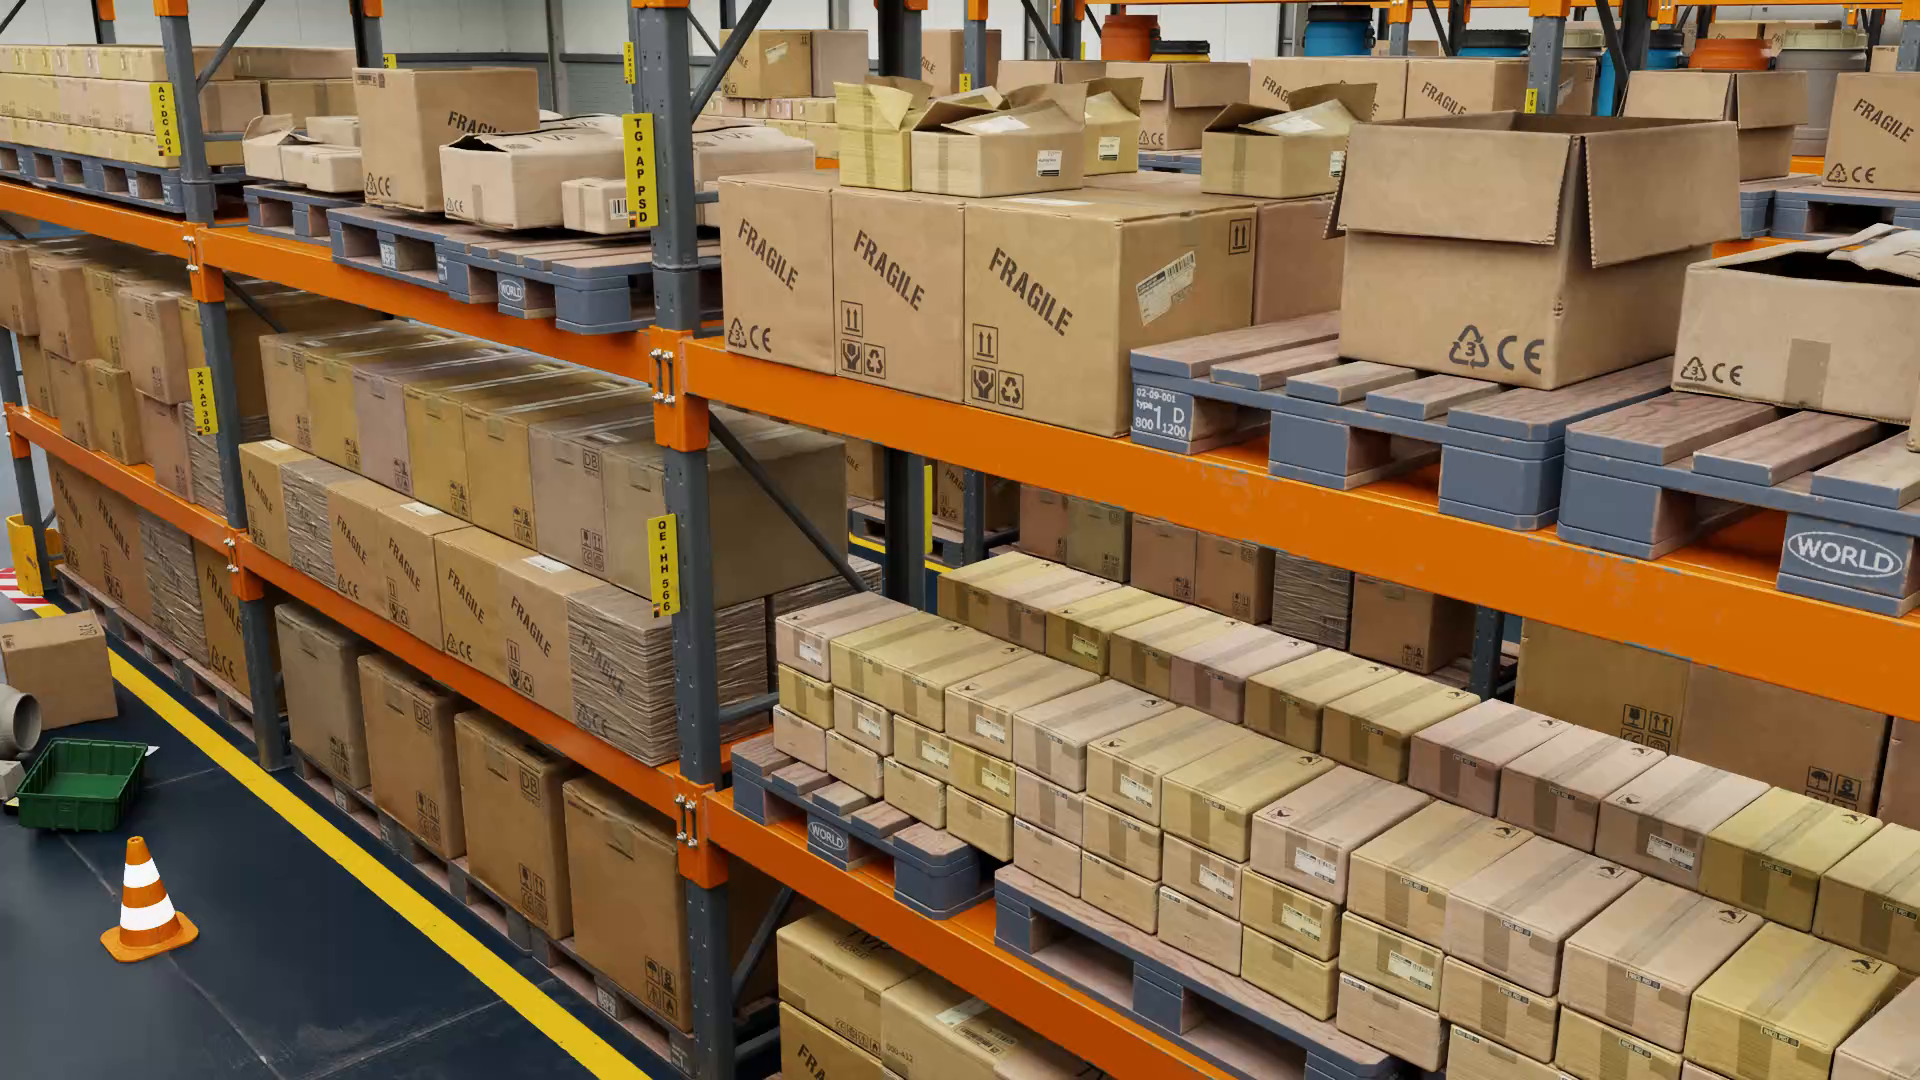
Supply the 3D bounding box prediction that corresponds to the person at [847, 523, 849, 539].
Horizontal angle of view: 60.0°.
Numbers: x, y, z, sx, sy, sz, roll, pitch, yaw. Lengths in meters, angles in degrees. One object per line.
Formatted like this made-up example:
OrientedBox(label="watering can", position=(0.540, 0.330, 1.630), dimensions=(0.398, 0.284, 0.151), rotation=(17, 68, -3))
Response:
OrientedBox(label="person", position=(-1.042, 0.100, 9.964), dimensions=(0.554, 1.360, 0.891), rotation=(-16, 23, -42))
